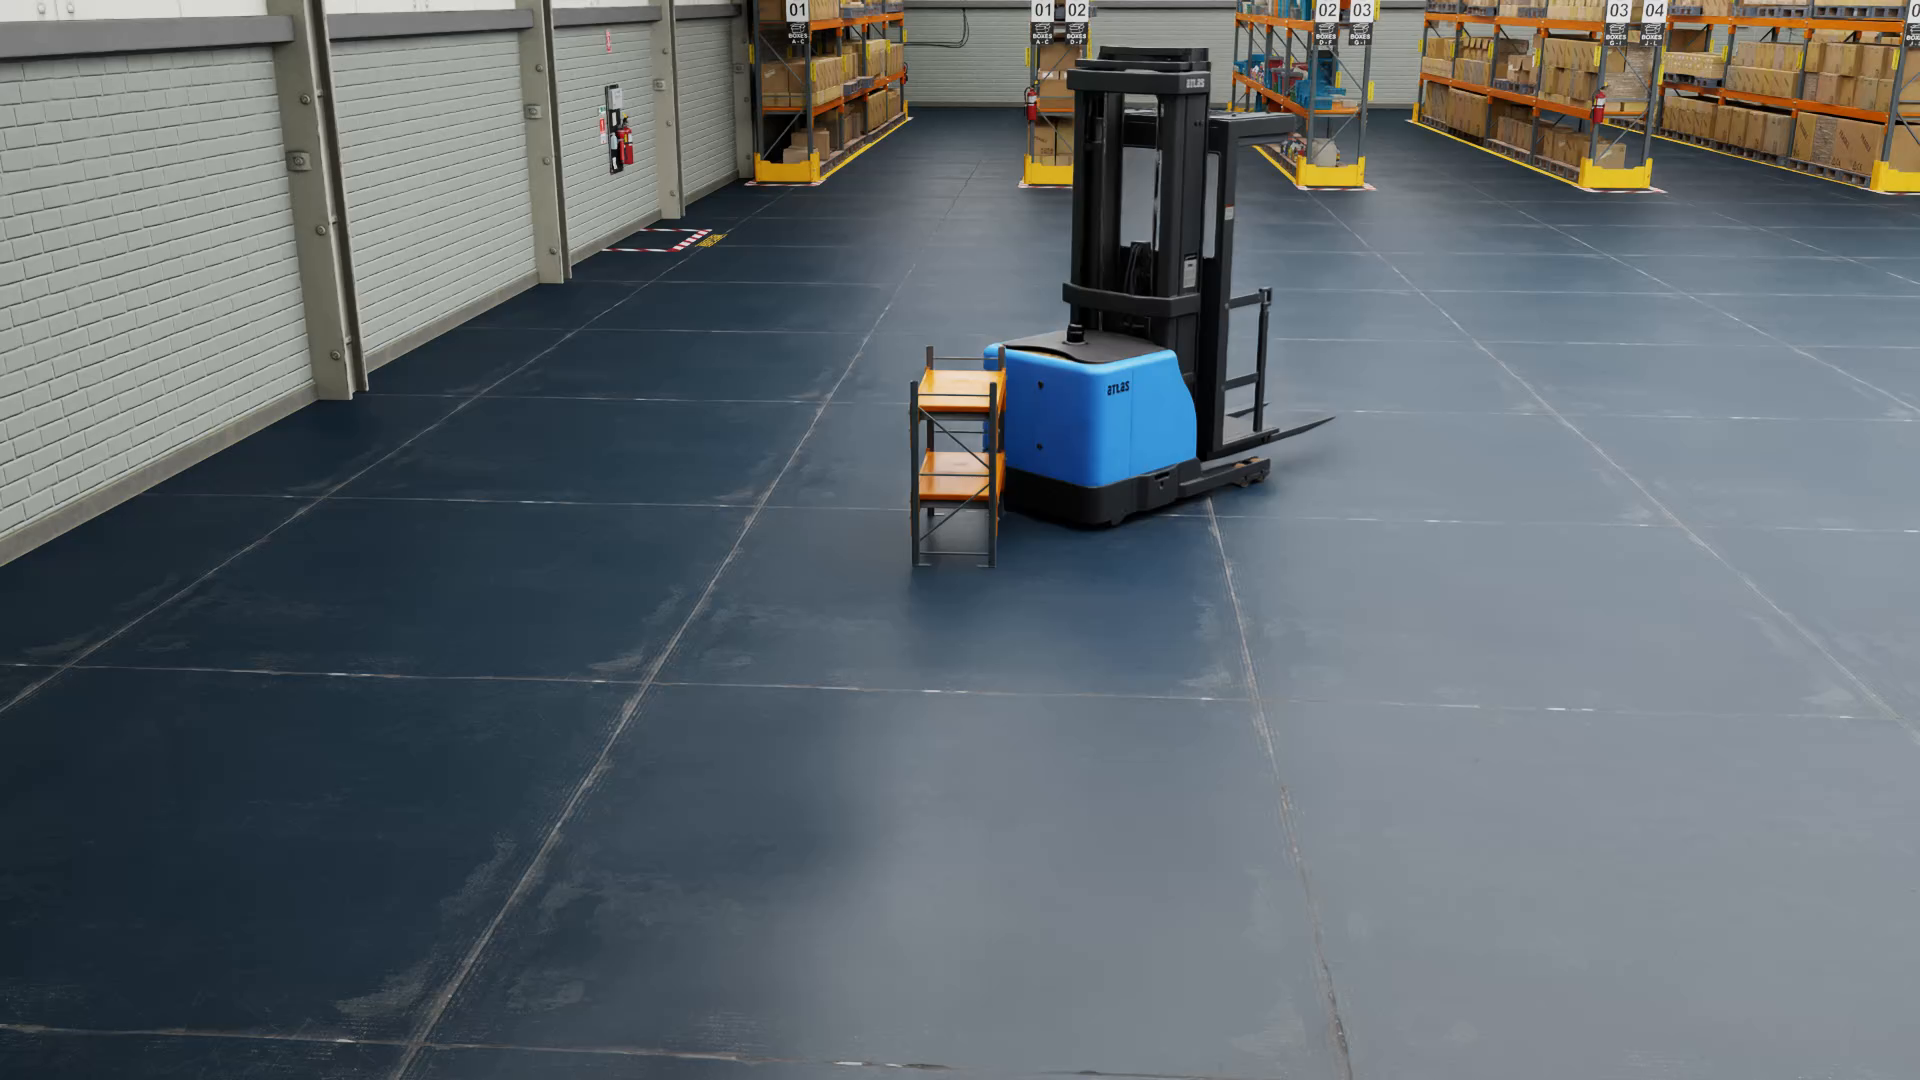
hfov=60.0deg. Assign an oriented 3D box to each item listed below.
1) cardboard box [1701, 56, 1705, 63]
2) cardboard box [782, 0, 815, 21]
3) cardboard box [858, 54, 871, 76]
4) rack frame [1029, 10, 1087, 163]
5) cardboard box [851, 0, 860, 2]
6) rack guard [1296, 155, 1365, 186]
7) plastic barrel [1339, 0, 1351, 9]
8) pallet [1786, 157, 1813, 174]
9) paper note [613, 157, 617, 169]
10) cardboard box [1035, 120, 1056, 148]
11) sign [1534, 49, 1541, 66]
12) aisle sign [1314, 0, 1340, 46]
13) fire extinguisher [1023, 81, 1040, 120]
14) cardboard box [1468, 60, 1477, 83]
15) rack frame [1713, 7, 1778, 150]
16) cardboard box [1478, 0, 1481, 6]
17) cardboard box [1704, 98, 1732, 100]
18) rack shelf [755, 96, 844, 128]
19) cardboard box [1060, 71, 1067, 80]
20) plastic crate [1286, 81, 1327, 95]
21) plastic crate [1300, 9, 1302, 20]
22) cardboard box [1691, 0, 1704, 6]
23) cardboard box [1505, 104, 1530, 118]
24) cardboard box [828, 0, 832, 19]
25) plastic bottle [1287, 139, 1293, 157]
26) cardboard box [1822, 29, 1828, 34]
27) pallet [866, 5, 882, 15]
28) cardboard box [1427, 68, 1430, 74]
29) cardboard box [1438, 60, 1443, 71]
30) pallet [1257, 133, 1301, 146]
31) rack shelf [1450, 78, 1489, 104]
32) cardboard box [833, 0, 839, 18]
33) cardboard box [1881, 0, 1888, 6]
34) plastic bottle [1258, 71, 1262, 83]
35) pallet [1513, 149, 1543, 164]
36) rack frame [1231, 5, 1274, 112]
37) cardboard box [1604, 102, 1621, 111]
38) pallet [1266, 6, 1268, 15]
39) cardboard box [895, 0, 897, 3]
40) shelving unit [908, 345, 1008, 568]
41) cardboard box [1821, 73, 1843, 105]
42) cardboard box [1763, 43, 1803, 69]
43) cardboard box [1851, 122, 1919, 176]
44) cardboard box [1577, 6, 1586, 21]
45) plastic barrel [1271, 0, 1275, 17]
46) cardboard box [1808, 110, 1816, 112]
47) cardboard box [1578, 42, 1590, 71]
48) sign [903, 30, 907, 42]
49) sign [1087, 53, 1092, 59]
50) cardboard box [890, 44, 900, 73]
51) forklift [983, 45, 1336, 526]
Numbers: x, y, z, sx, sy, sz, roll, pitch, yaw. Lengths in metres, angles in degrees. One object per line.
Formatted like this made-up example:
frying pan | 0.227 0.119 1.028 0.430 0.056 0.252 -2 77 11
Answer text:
cardboard box | 16.767 -10.722 37.102 0.380 0.149 0.250 2 18 6
cardboard box | -2.912 -9.607 29.916 0.500 0.500 0.500 2 18 5
cardboard box | -2.321 -10.855 38.063 0.500 0.500 0.500 2 18 6
rack frame | 1.756 -7.917 29.768 1.000 3.000 0.127 1 18 4
cardboard box | -2.635 -12.342 37.588 0.700 0.500 0.500 0 18 0
rack guard | 6.655 -6.642 29.892 1.175 0.500 0.348 1 18 4
plastic barrel | 6.605 -9.788 29.297 0.600 0.830 0.708 1 18 4
pallet | 16.731 -7.236 32.166 1.003 0.211 1.213 1 18 4
paper note | -4.724 -5.161 22.772 0.016 0.148 0.142 1 18 4
cardboard box | 1.592 -7.806 31.965 0.500 0.500 0.500 1 18 4
sign | 11.370 -9.499 32.735 0.100 0.325 0.005 1 18 4
aisle sign | 6.395 -9.025 28.974 0.394 0.787 0.004 1 18 4
fire extinguisher | 1.284 -7.854 29.700 0.296 0.674 0.183 1 18 4
cardboard box | 12.111 -10.860 38.588 0.500 0.500 0.500 2 18 5
rack frame | 17.150 -10.037 36.239 1.000 3.000 0.127 1 18 4
cardboard box | 12.241 -12.468 38.569 0.380 0.149 0.250 1 18 2
cardboard box | 17.562 -10.087 38.526 0.500 0.250 0.500 0 18 1
rack shelf | -3.042 -8.306 32.110 1.077 0.370 4.000 1 18 4
cardboard box | 1.999 -8.390 30.009 0.380 0.149 0.250 1 18 4
plastic crate | 6.819 -8.859 32.741 0.767 0.338 0.504 1 18 4
plastic crate | 6.599 -9.889 31.307 0.336 0.188 0.450 1 18 4
cardboard box | 17.195 -12.477 38.026 0.797 0.503 0.637 1 18 3
cardboard box | 12.192 -9.348 36.239 0.500 0.250 0.500 2 18 6
cardboard box | -2.739 -10.259 31.906 0.500 0.500 0.500 1 18 2
plastic bottle | 6.498 -7.698 32.647 0.144 0.351 0.185 1 18 2
cardboard box | 22.286 -13.009 42.498 0.380 0.149 0.250 2 18 6
pallet | -2.341 -12.802 40.166 0.805 0.209 1.217 1 18 2
cardboard box | 12.377 -12.202 43.247 0.380 0.149 0.250 1 18 3
cardboard box | 12.338 -11.954 41.852 0.500 0.250 0.500 2 18 5
pallet | 7.285 -9.211 38.194 1.003 0.211 1.213 1 18 4
rack shelf | 12.354 -10.459 38.680 1.077 0.370 4.000 1 18 4
cardboard box | -2.688 -10.588 32.910 0.500 0.500 0.500 2 18 5
cardboard box | 16.299 -9.375 28.967 0.380 0.149 0.250 2 18 5
plastic bottle | 6.955 -10.725 38.524 0.061 0.283 0.133 1 18 4
pallet | 11.978 -7.854 34.053 1.003 0.211 1.213 1 18 4
rack frame | 7.844 -12.775 44.593 1.000 3.000 0.127 1 18 4
cardboard box | 11.451 -7.669 29.413 0.380 0.149 0.250 1 18 4
pallet | 7.422 -11.861 37.290 1.003 0.211 1.213 1 18 4
cardboard box | -1.894 -14.040 43.043 0.500 0.250 0.500 1 18 2
shelving unit | 0.000 -0.537 10.254 0.538 1.125 1.048 1 18 4
cardboard box | 16.676 -8.415 31.047 0.875 0.550 0.550 1 18 4
cardboard box | 17.002 -9.946 34.192 0.700 0.500 0.500 1 18 3
cardboard box | 16.559 -6.955 29.569 0.875 0.875 0.875 1 18 4
cardboard box | 11.496 -9.519 30.079 0.500 0.250 0.500 2 18 5
plastic barrel | 6.995 -11.704 35.701 0.600 0.901 0.600 0 18 0
cardboard box | 22.721 -11.218 43.281 0.875 0.438 0.875 1 18 2
cardboard box | 11.460 -8.691 29.885 0.500 0.500 0.500 1 18 4
sign | -1.498 -13.642 45.000 0.100 0.325 0.005 1 18 4
sign | 2.597 -9.597 33.376 0.100 0.325 0.005 1 18 4
cardboard box | -2.106 -12.754 44.046 0.980 0.700 0.700 1 18 3
forklift | 1.536 -1.860 11.393 3.031 2.935 1.130 -17 25 -42
